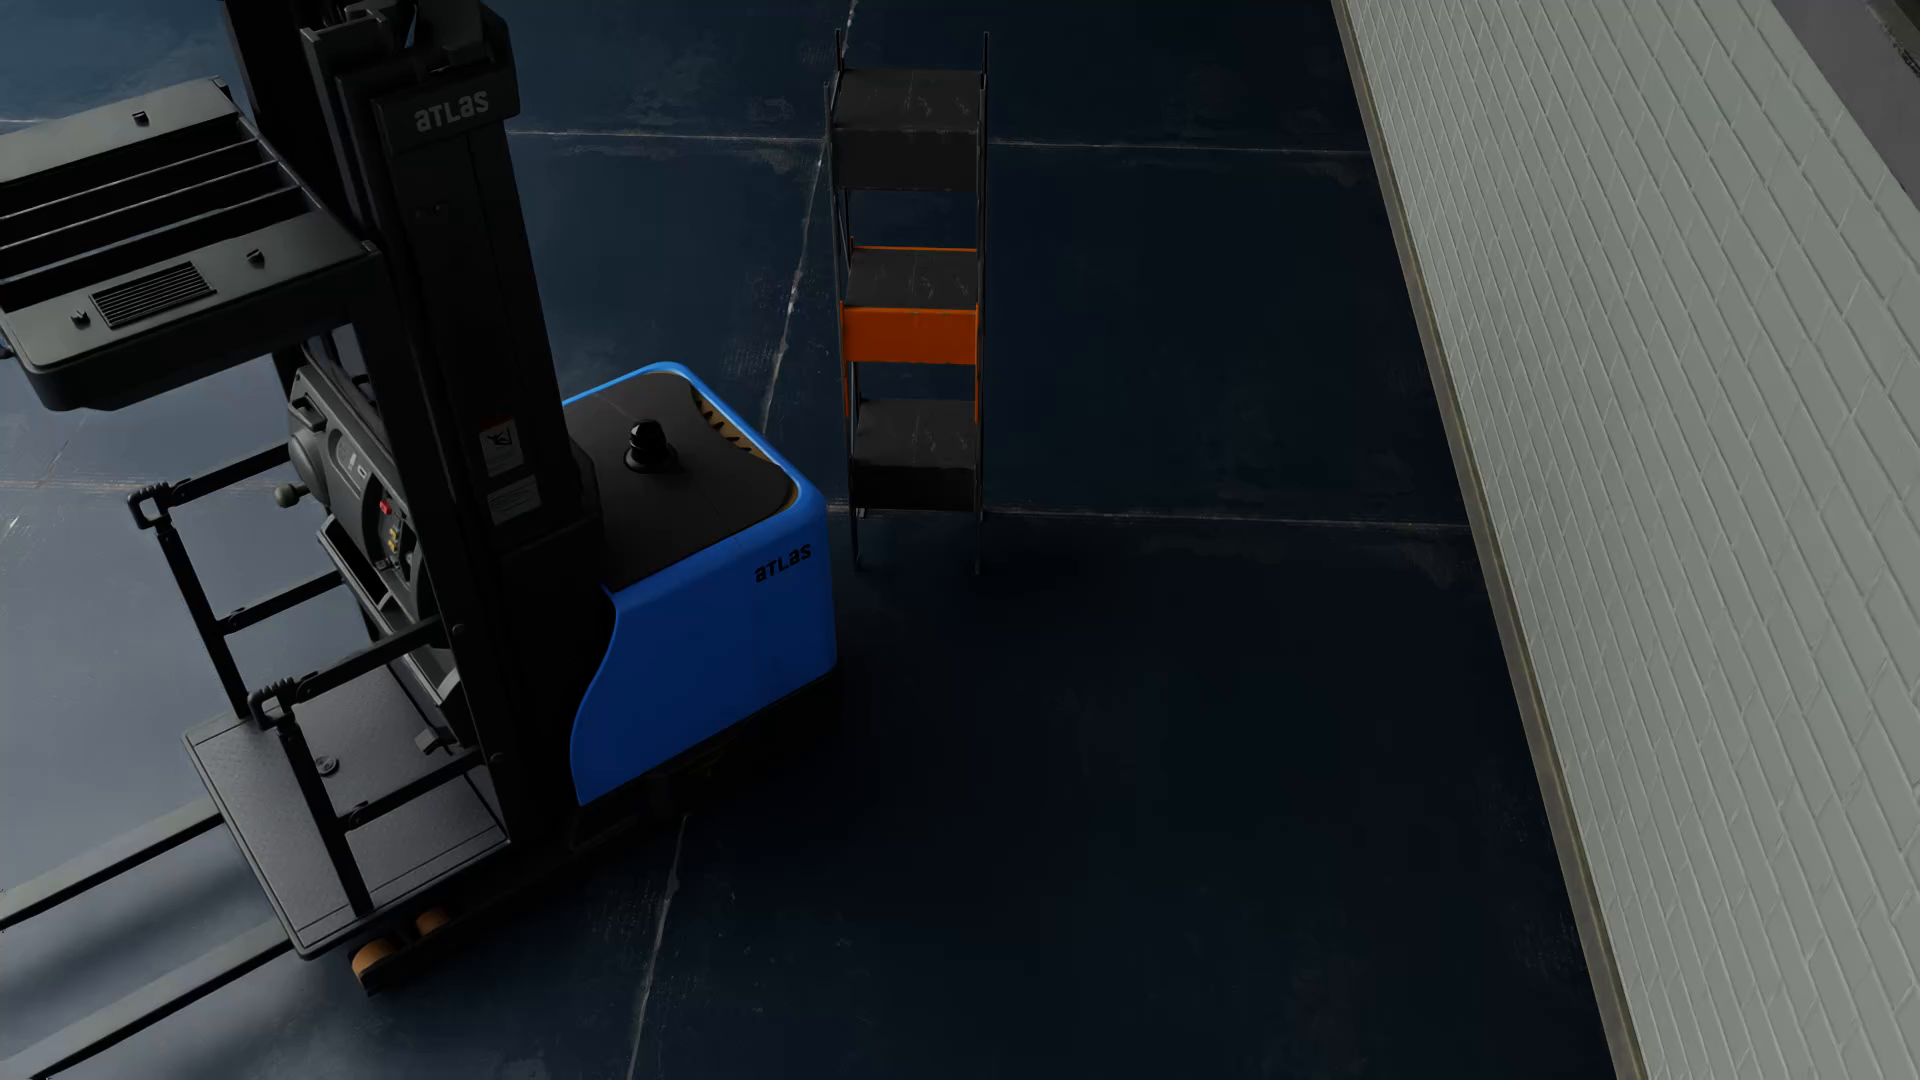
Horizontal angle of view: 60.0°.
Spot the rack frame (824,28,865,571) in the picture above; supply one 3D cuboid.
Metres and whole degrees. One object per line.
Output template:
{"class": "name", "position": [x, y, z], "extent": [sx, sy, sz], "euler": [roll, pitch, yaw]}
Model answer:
{"class": "rack frame", "position": [-0.409, -0.781, 6.048], "extent": [0.015, 2.100, 0.400], "euler": [2, 43, 2]}

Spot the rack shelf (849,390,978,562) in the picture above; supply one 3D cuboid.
{"class": "rack shelf", "position": [-0.165, -0.251, 6.526], "extent": [0.480, 0.518, 0.431], "euler": [2, 43, 2]}

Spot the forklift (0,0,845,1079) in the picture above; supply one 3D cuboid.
{"class": "forklift", "position": [-1.894, -0.071, 4.676], "extent": [3.031, 2.935, 1.130], "euler": [-28, 50, -26]}

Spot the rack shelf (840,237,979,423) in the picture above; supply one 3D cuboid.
{"class": "rack shelf", "position": [-0.165, -0.763, 6.049], "extent": [0.480, 0.518, 0.431], "euler": [2, 43, 2]}

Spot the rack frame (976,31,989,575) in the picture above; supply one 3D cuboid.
{"class": "rack frame", "position": [0.078, -0.766, 6.032], "extent": [0.015, 2.100, 0.400], "euler": [2, 43, 2]}

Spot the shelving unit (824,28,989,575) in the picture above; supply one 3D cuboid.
{"class": "shelving unit", "position": [-0.165, -0.773, 6.040], "extent": [0.503, 2.100, 0.431], "euler": [2, 43, 2]}

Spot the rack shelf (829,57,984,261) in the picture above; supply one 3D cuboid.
{"class": "rack shelf", "position": [-0.165, -1.276, 5.572], "extent": [0.480, 0.518, 0.431], "euler": [2, 43, 2]}
